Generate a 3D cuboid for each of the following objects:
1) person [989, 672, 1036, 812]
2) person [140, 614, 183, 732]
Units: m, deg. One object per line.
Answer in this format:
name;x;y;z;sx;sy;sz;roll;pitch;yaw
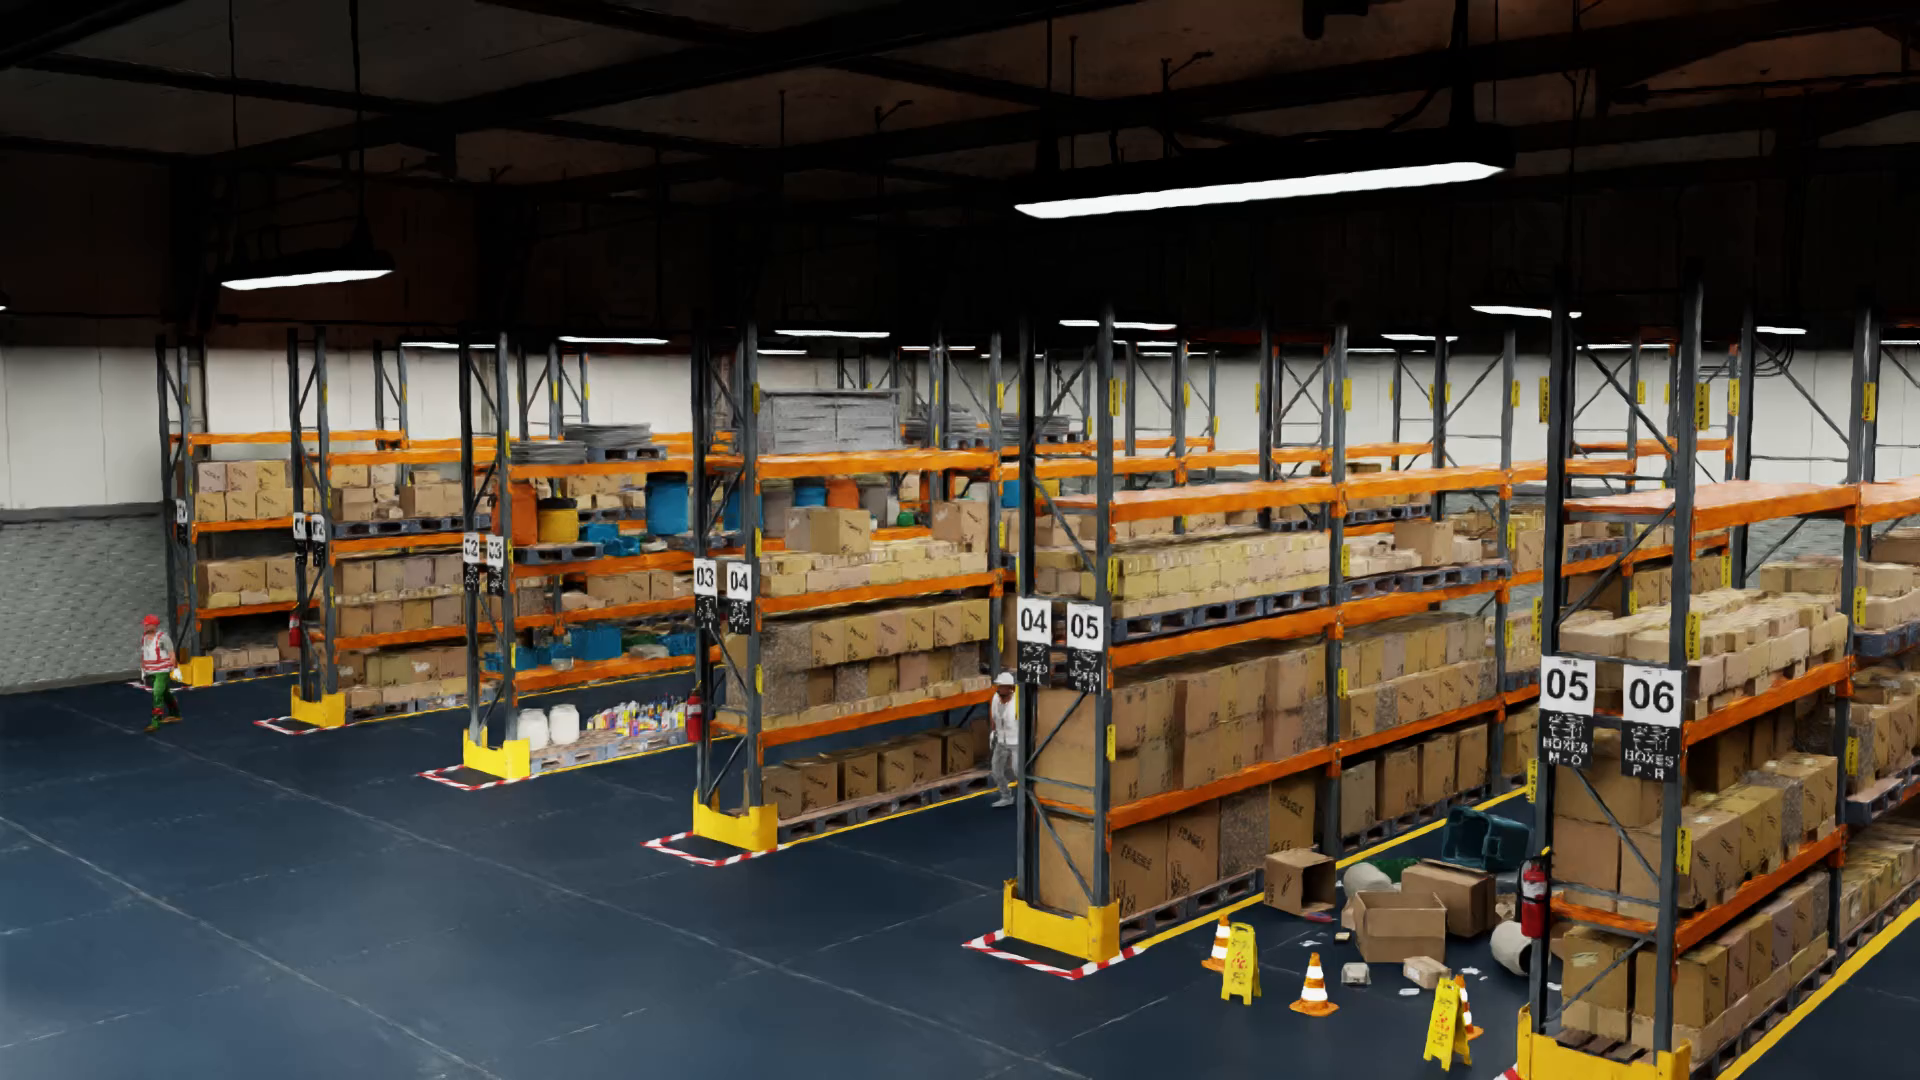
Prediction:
person;0.606;2.430;20.026;0.702;1.735;0.549;5;7;41
person;-12.023;1.967;24.899;0.597;1.746;0.968;2;6;21
